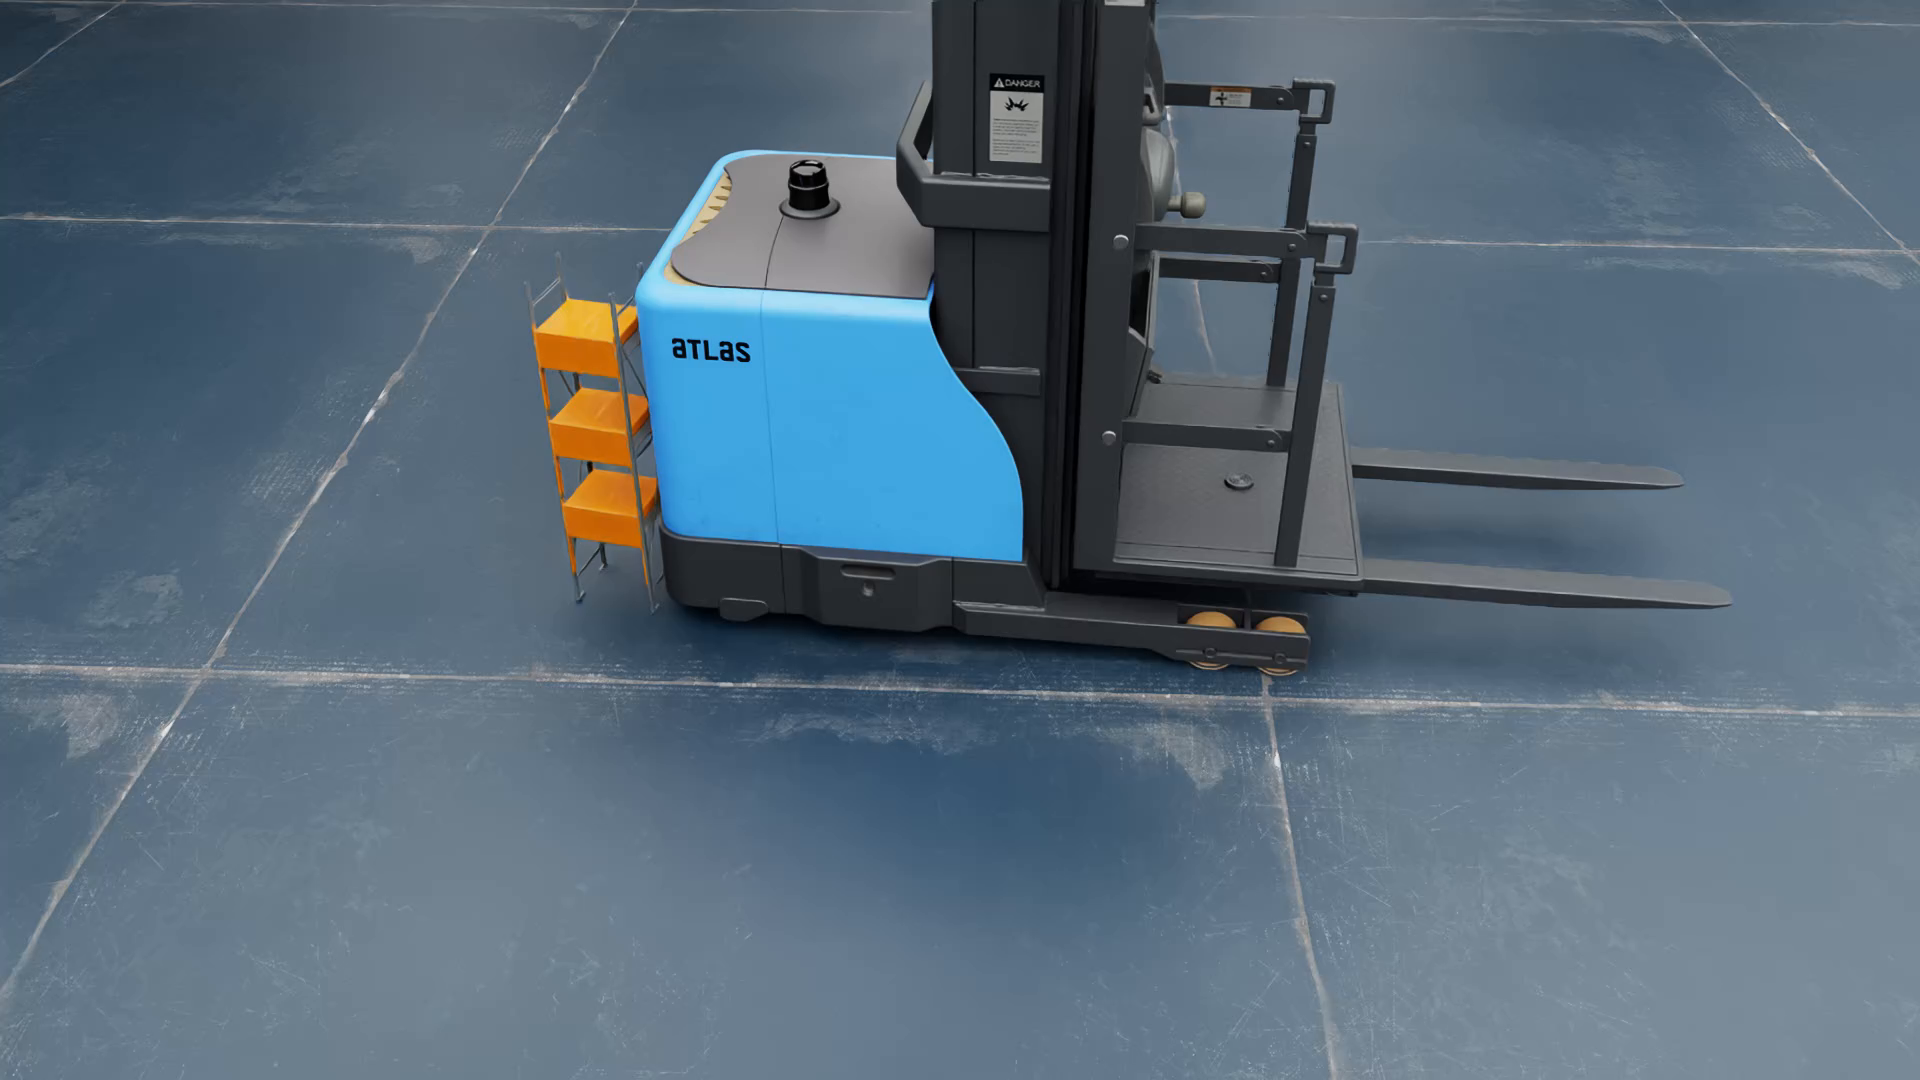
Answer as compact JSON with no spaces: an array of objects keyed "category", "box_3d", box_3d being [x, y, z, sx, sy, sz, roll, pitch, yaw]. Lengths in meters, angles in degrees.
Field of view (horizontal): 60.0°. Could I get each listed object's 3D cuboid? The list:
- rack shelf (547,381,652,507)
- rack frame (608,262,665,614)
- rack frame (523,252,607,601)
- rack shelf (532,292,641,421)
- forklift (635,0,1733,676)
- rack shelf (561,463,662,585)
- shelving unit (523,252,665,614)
[{"category":"rack shelf","box_3d":[-1.005,-0.275,4.747,0.240,0.259,0.215,9,36,12]},{"category":"rack frame","box_3d":[-0.887,-0.265,4.715,0.008,1.050,0.200,9,36,12]},{"category":"rack frame","box_3d":[-1.123,-0.302,4.767,0.008,1.050,0.200,9,36,12]},{"category":"rack shelf","box_3d":[-1.005,-0.507,4.584,0.240,0.259,0.215,9,36,12]},{"category":"forklift","box_3d":[0.687,-1.141,4.325,3.031,2.935,1.130,4,35,6]},{"category":"rack shelf","box_3d":[-1.005,-0.048,4.907,0.240,0.259,0.215,9,36,12]},{"category":"shelving unit","box_3d":[-1.005,-0.284,4.741,0.252,1.050,0.215,9,36,12]}]
